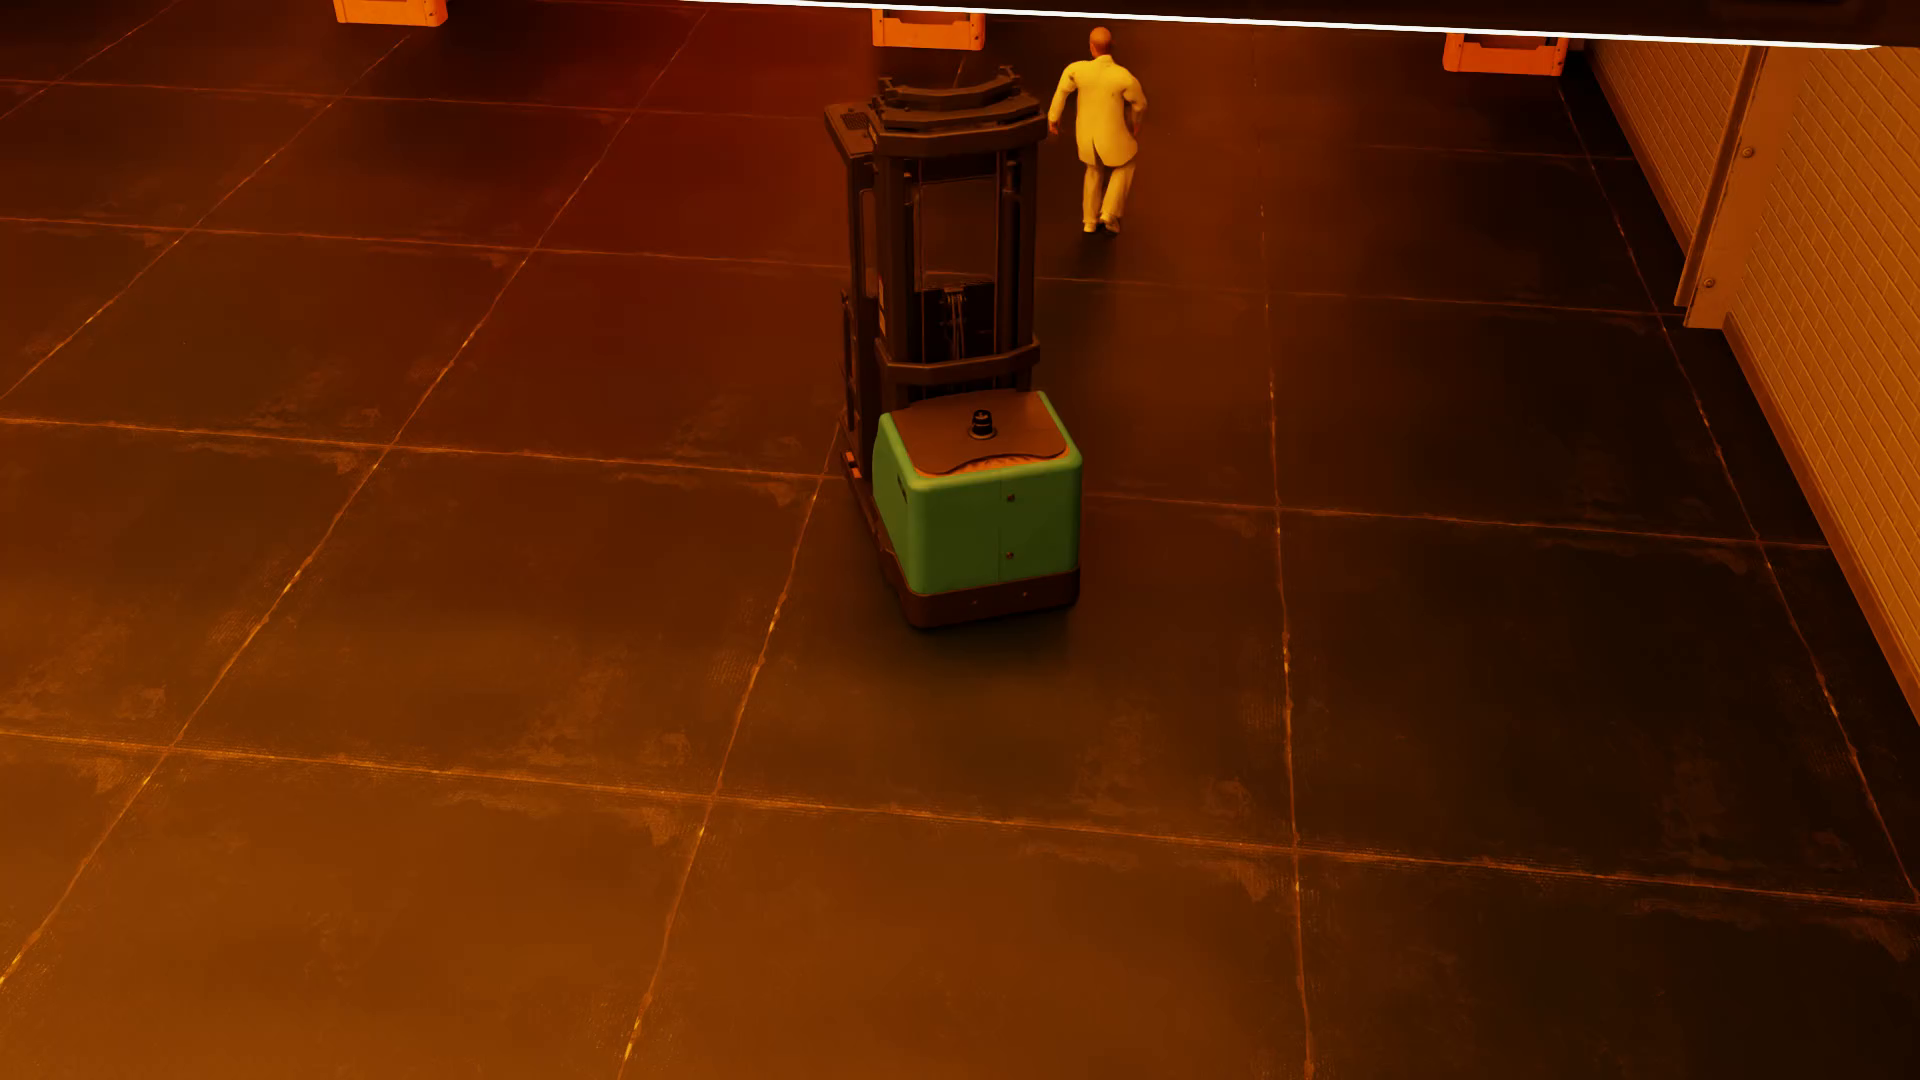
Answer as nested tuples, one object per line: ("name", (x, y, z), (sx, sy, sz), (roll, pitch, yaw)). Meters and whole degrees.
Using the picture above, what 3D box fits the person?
("person", (1.124, -3.339, 13.572), (0.829, 1.749, 0.524), (17, 40, 22))

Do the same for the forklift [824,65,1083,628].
("forklift", (-0.165, -1.543, 10.123), (1.130, 2.935, 3.031), (-9, 37, -12))
